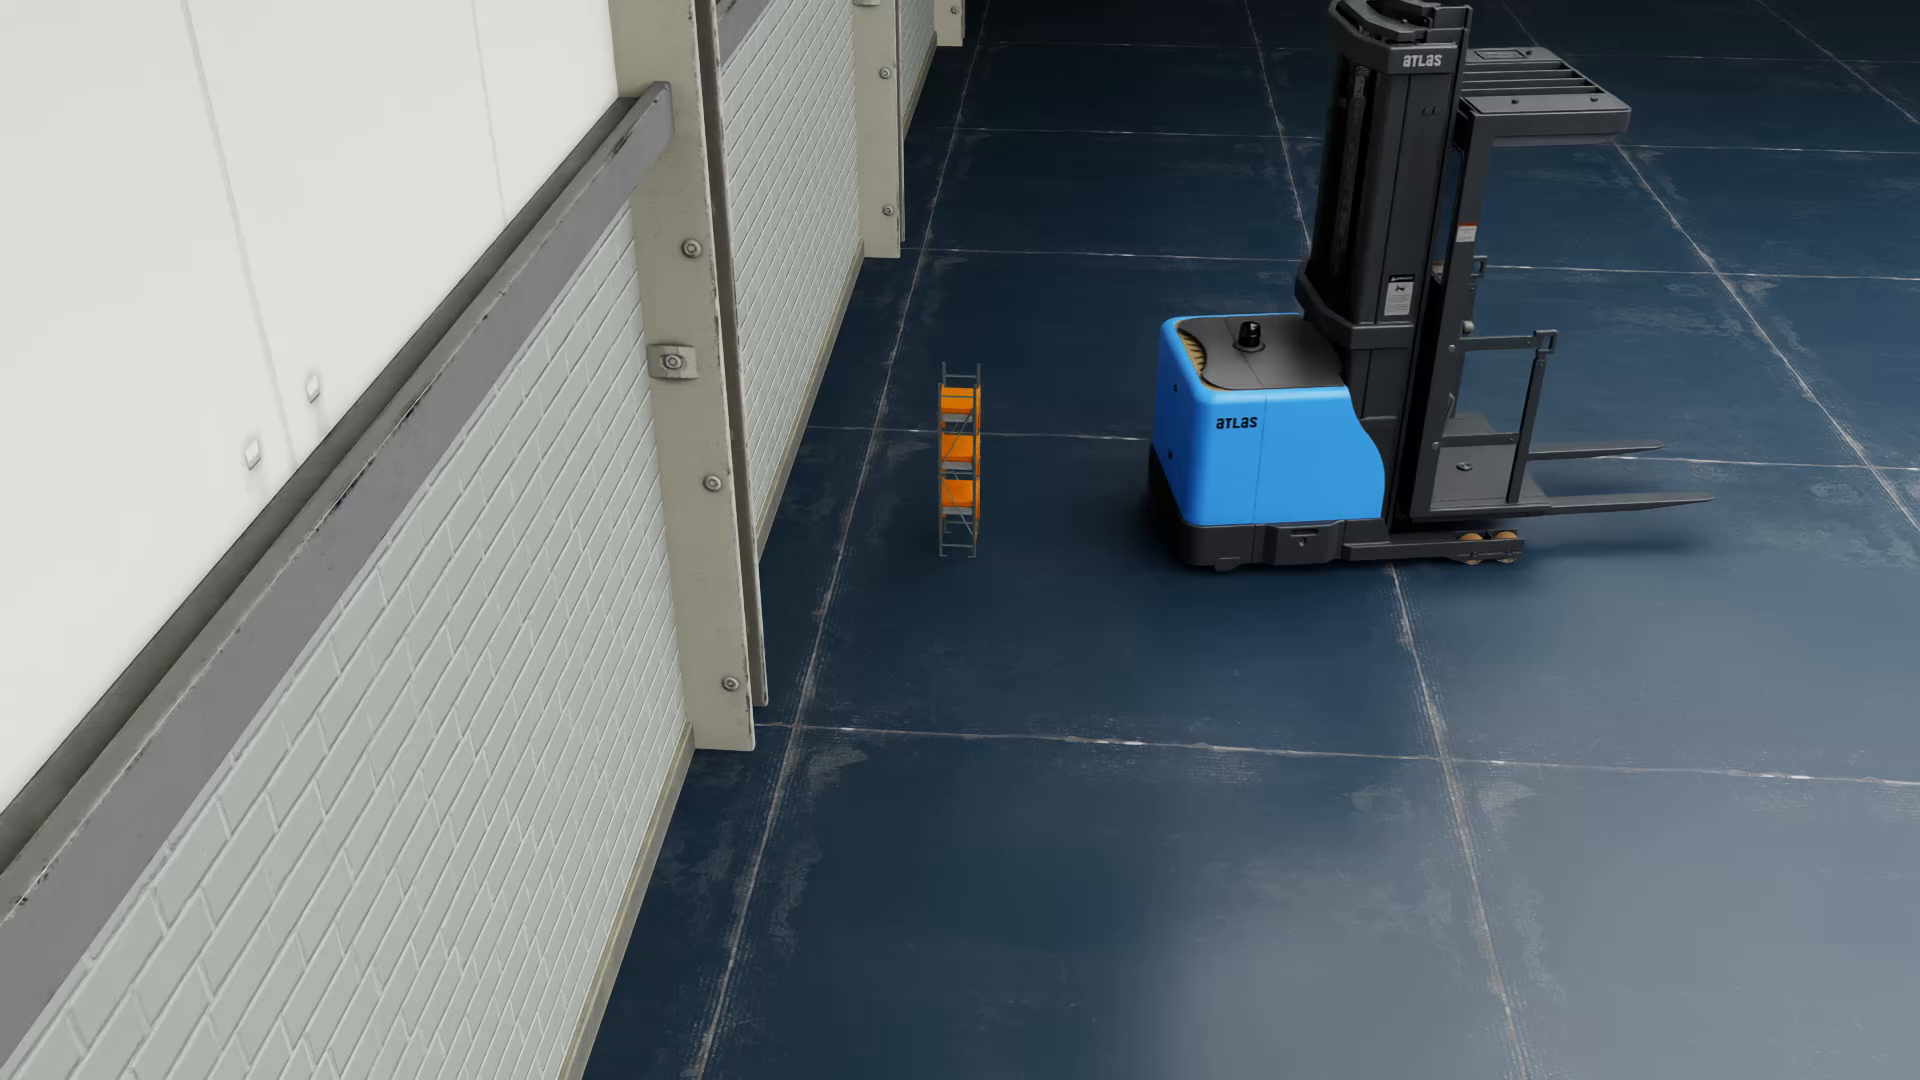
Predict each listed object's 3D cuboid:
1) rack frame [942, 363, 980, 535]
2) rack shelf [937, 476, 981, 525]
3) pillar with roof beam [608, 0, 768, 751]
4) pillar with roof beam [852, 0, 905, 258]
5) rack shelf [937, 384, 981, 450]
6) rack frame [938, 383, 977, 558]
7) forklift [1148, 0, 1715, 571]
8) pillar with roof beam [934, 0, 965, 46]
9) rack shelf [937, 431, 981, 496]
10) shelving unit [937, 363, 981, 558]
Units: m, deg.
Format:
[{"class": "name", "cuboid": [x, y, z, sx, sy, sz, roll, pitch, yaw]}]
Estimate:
[{"class": "rack frame", "cuboid": [0.006, -0.483, 9.033, 0.200, 1.050, 0.008, 2, 32, 4]}, {"class": "rack shelf", "cuboid": [-0.004, -0.173, 9.081, 0.215, 0.259, 0.240, 2, 32, 4]}, {"class": "pillar with roof beam", "cuboid": [3.199, -2.784, 5.190, 9.100, 9.000, 0.400, 2, 32, 4]}, {"class": "pillar with roof beam", "cuboid": [3.688, -5.921, 10.281, 9.100, 9.000, 0.400, 2, 32, 4]}, {"class": "rack shelf", "cuboid": [-0.004, -0.652, 8.786, 0.215, 0.259, 0.240, 2, 32, 4]}, {"class": "rack frame", "cuboid": [-0.014, -0.355, 8.826, 0.200, 1.050, 0.008, 2, 32, 4]}, {"class": "forklift", "cuboid": [2.642, -1.390, 8.712, 3.031, 2.935, 1.130, -3, 32, -4]}, {"class": "pillar with roof beam", "cuboid": [4.176, -9.058, 15.372, 9.100, 9.000, 0.400, 2, 32, 4]}, {"class": "rack shelf", "cuboid": [-0.004, -0.410, 8.935, 0.215, 0.259, 0.240, 2, 32, 4]}, {"class": "shelving unit", "cuboid": [-0.004, -0.419, 8.929, 0.215, 1.050, 0.252, 2, 32, 4]}]
